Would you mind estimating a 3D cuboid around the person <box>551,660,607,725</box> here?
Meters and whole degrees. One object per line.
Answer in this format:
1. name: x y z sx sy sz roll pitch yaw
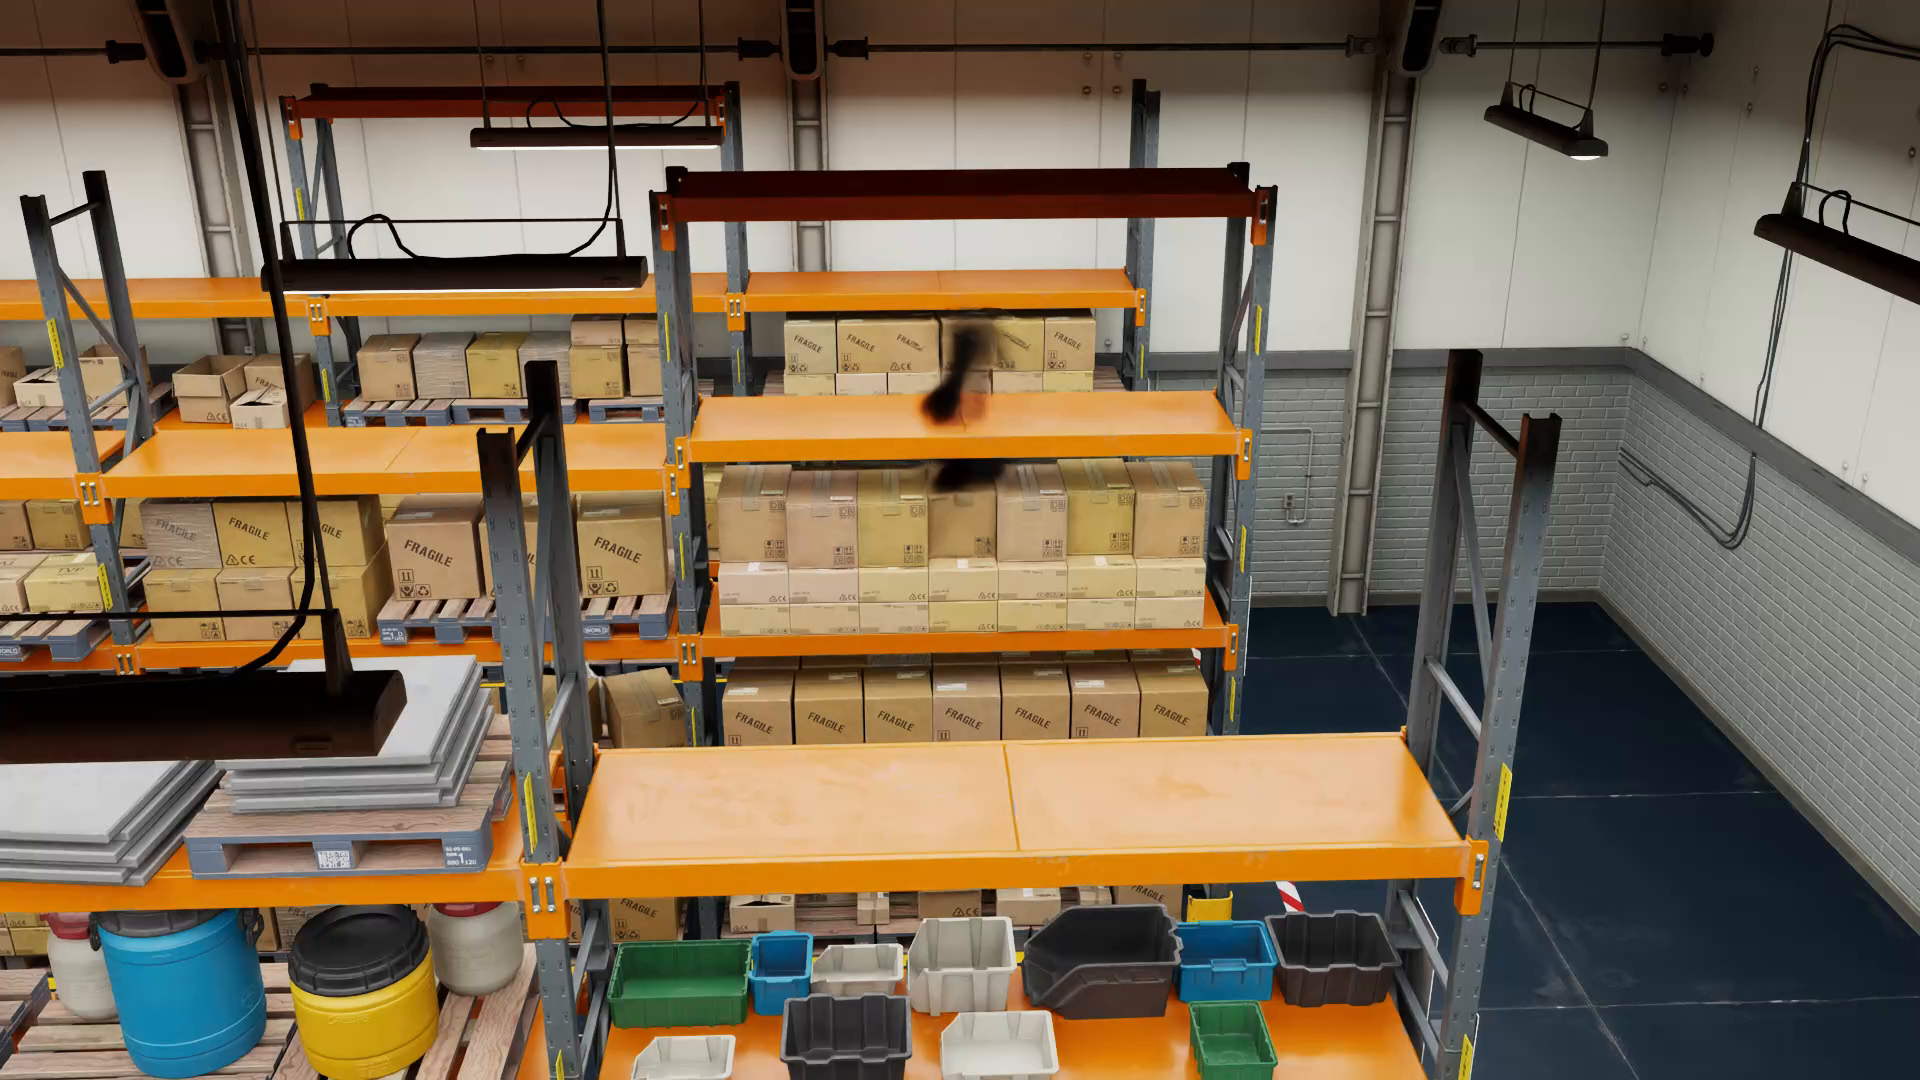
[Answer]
1. person: -3.564 1.472 15.495 0.807 1.647 0.611 -19 29 -38
